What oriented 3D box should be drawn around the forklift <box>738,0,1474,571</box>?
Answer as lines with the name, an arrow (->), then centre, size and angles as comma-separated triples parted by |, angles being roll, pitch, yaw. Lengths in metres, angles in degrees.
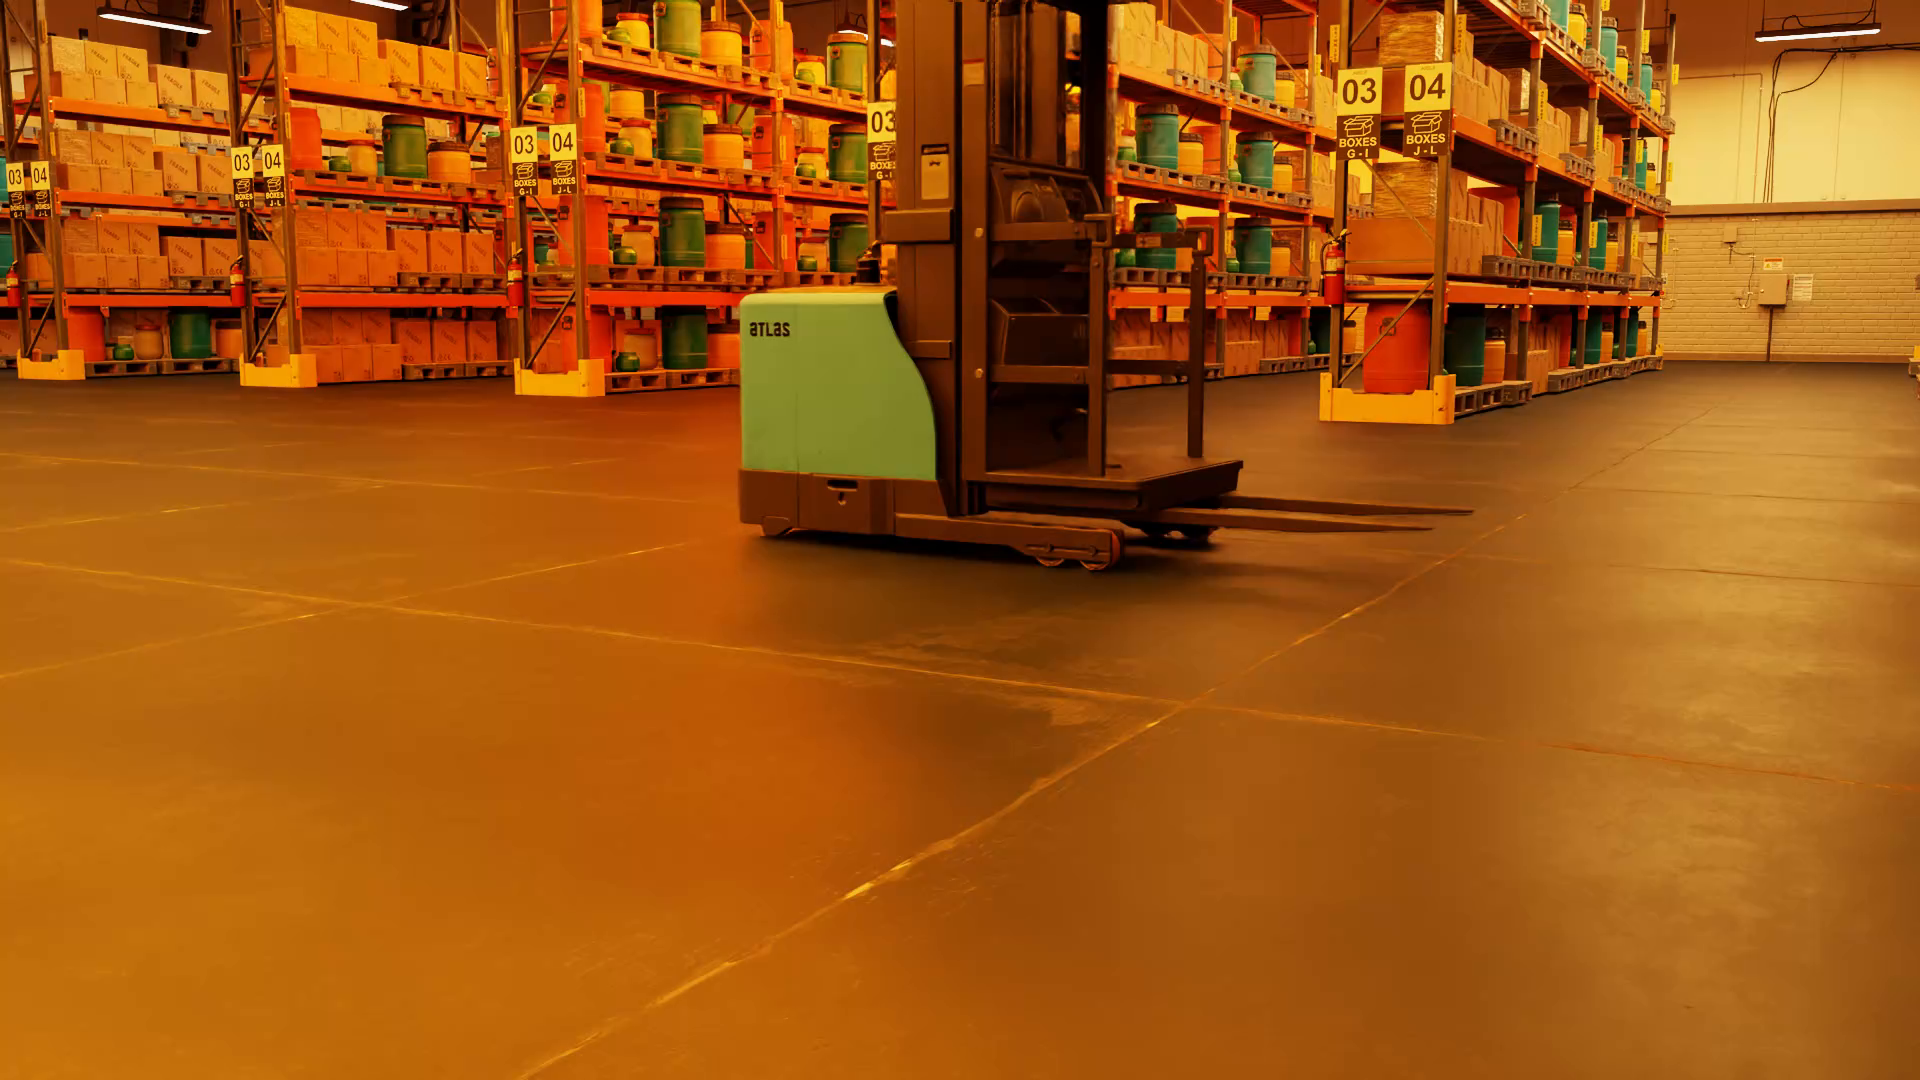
forklift -> 0.550, -1.415, 6.849 | 3.031, 2.935, 1.130 | 5, 9, 30
